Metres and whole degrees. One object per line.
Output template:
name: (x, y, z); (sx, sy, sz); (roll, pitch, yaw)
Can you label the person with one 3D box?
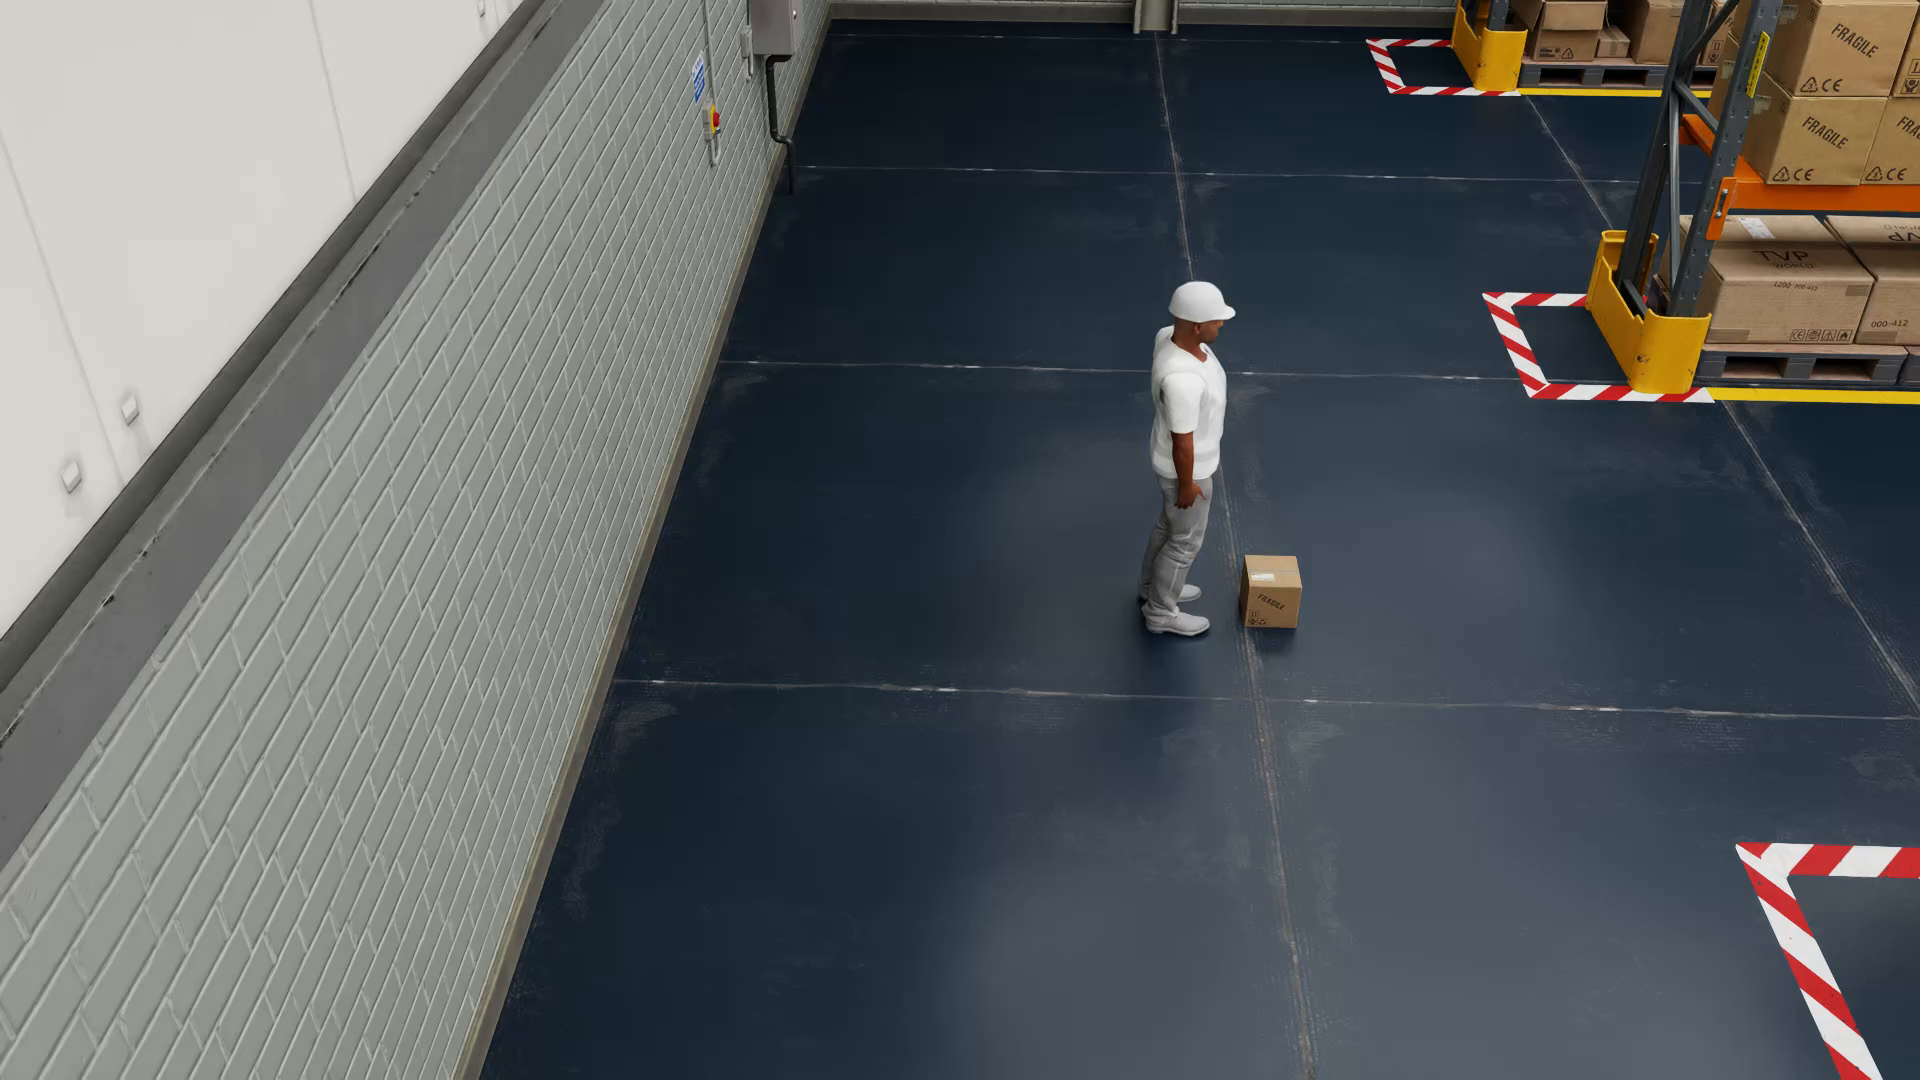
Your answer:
person: (1.029, -0.376, 7.635); (0.364, 1.773, 0.565); (2, 36, 3)
